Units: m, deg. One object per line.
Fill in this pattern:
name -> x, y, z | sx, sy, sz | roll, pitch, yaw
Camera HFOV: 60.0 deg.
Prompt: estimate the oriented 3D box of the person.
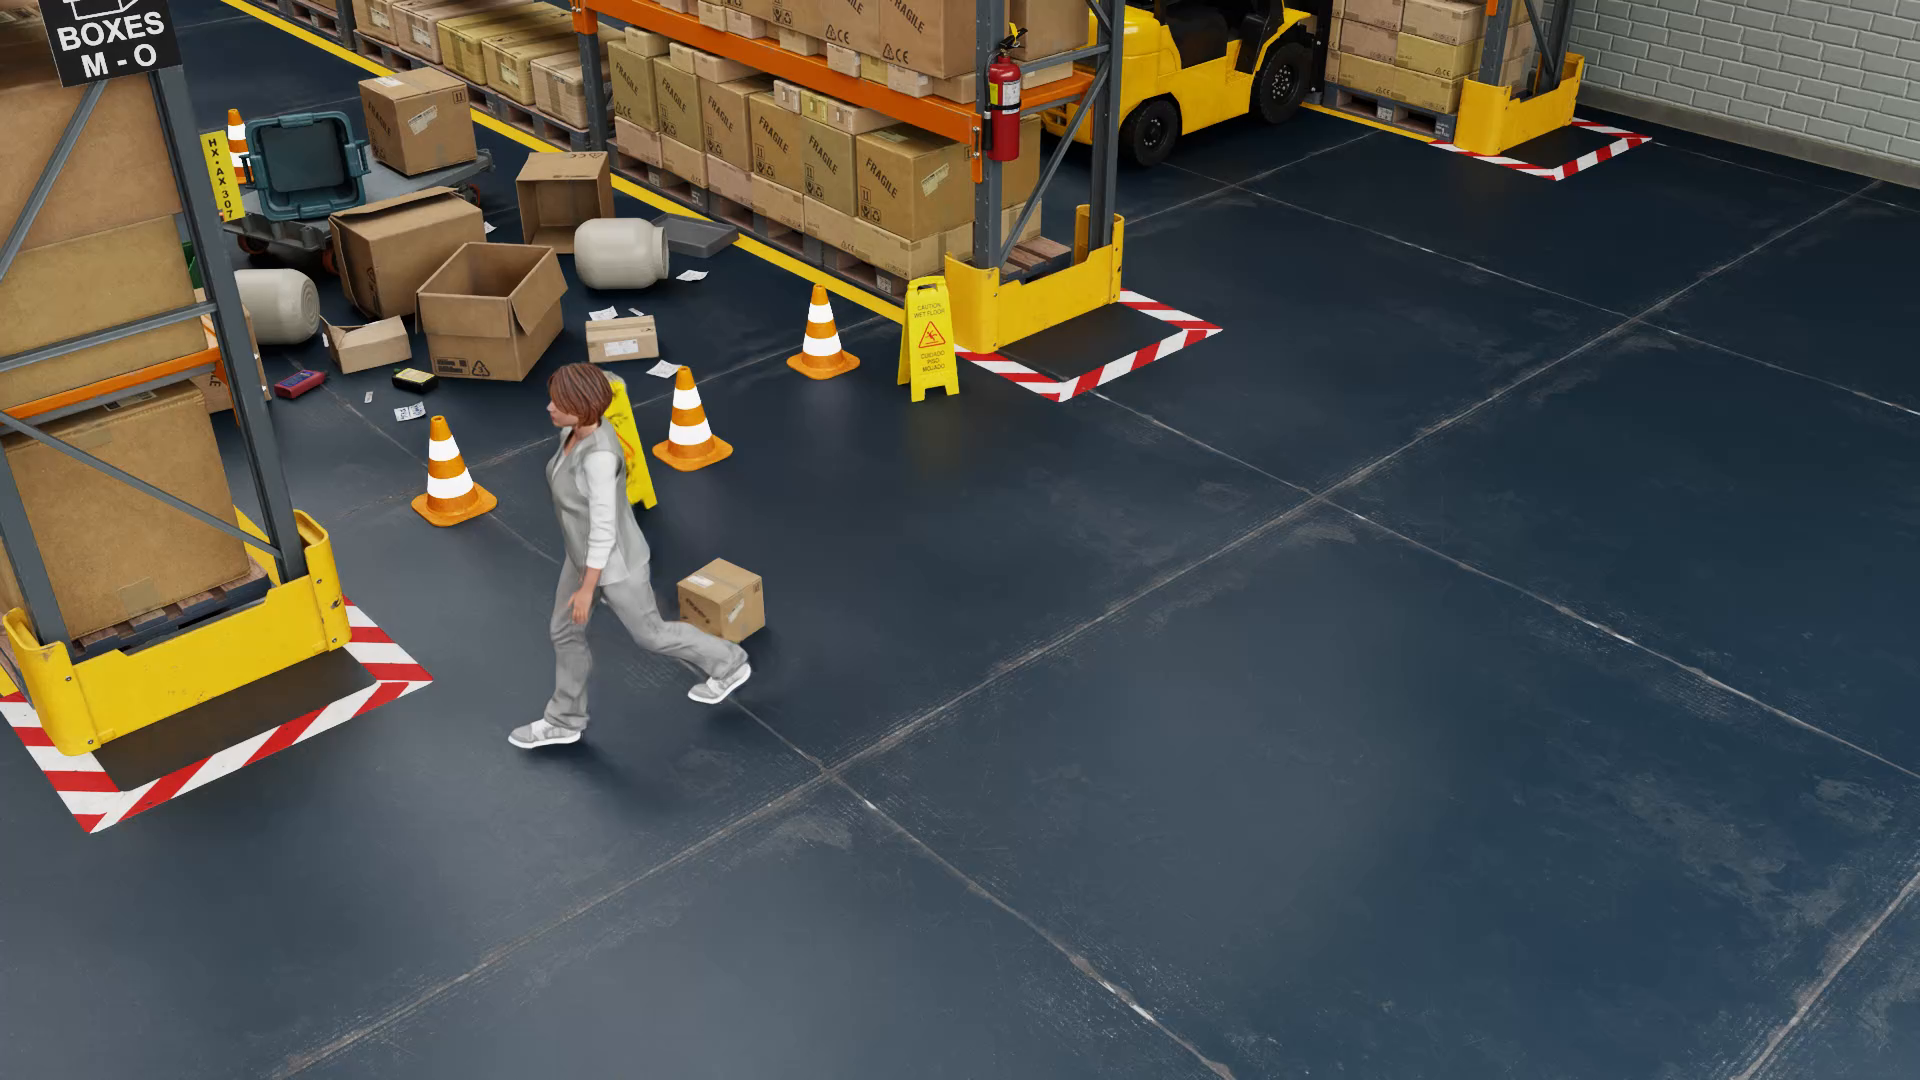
person -> -1.261, 0.063, 6.050 | 0.942, 1.548, 0.435 | -15, 35, -23
